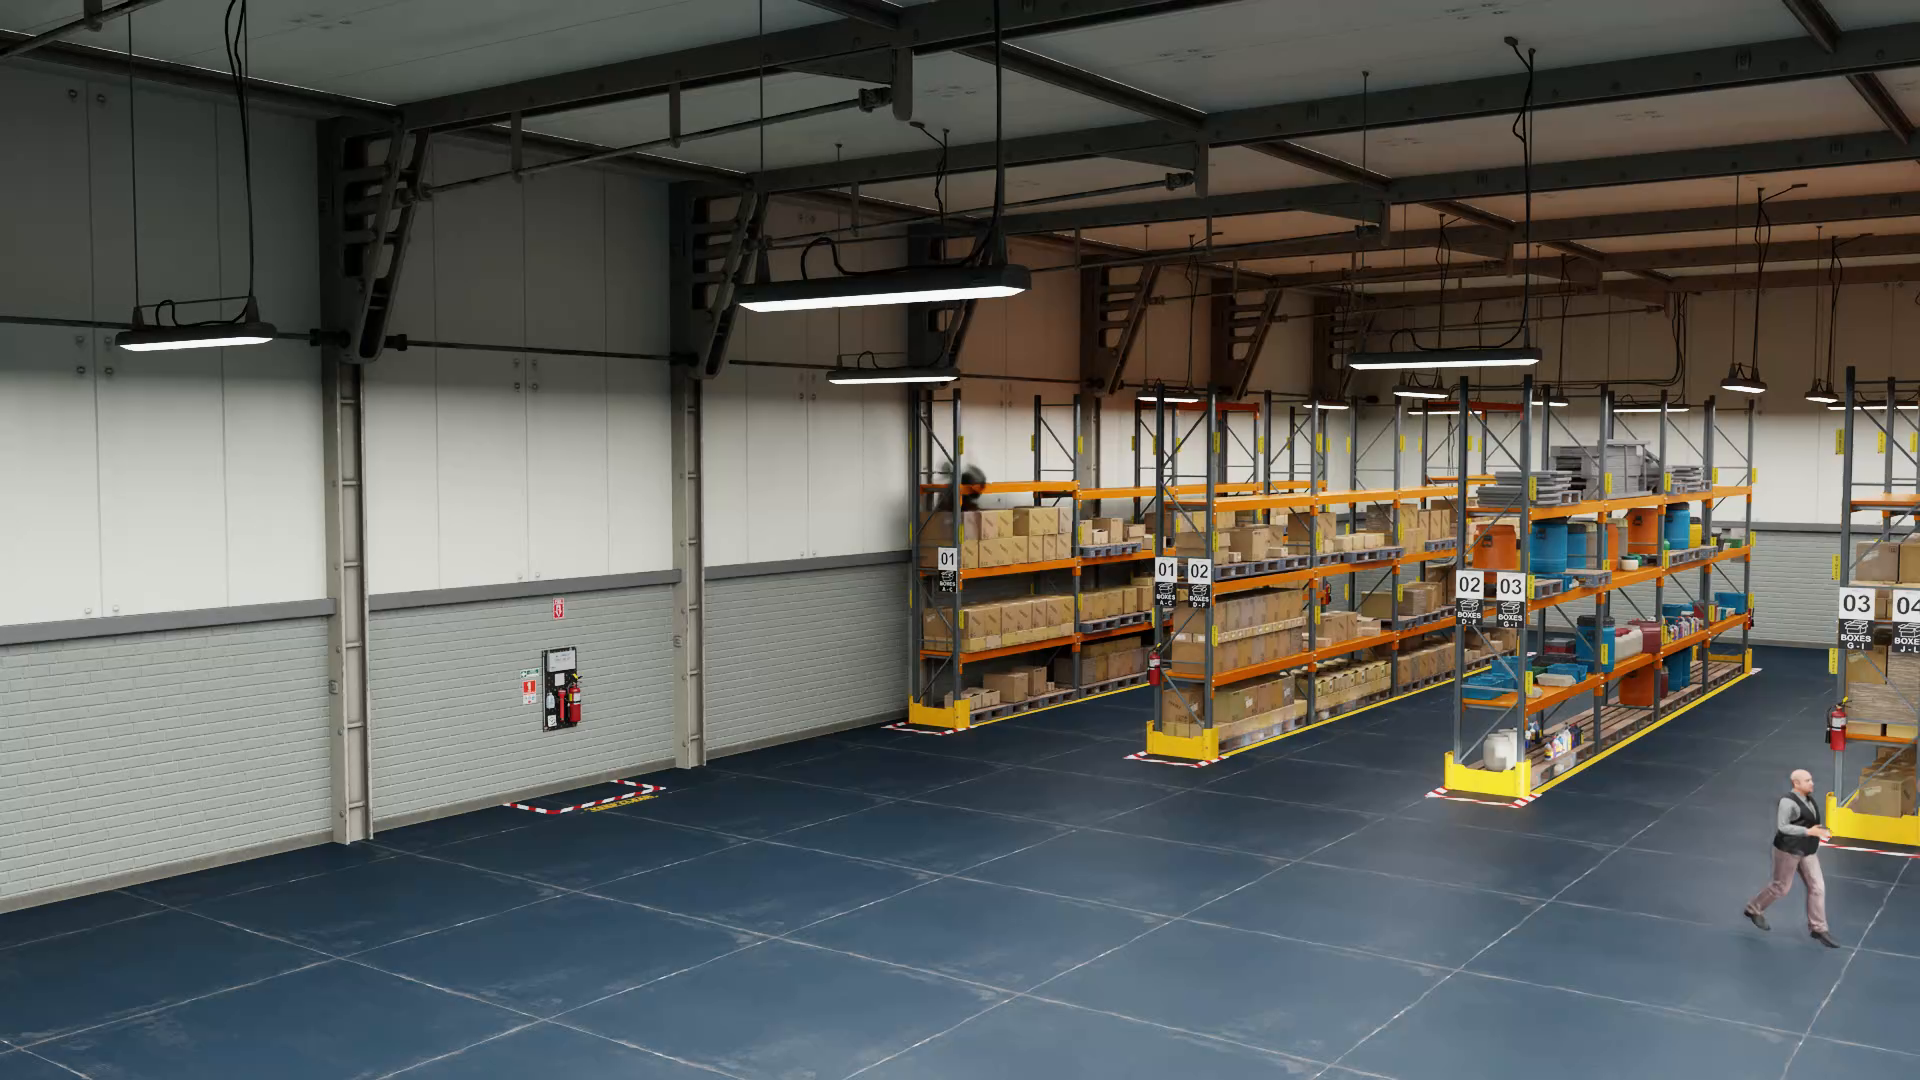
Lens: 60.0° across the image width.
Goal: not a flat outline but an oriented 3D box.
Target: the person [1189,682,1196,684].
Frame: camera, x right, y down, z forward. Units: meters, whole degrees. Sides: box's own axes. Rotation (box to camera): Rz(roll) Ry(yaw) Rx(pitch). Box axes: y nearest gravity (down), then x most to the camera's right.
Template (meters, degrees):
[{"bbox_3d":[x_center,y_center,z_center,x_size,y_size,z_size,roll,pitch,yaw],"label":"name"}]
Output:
[{"bbox_3d":[4.368,2.403,30.569,0.581,1.699,0.920,2,4,28],"label":"person"}]

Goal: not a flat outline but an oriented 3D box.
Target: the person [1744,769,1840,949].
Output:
[{"bbox_3d":[8.412,3.170,16.797,0.623,1.738,0.924,-2,4,-30],"label":"person"}]
